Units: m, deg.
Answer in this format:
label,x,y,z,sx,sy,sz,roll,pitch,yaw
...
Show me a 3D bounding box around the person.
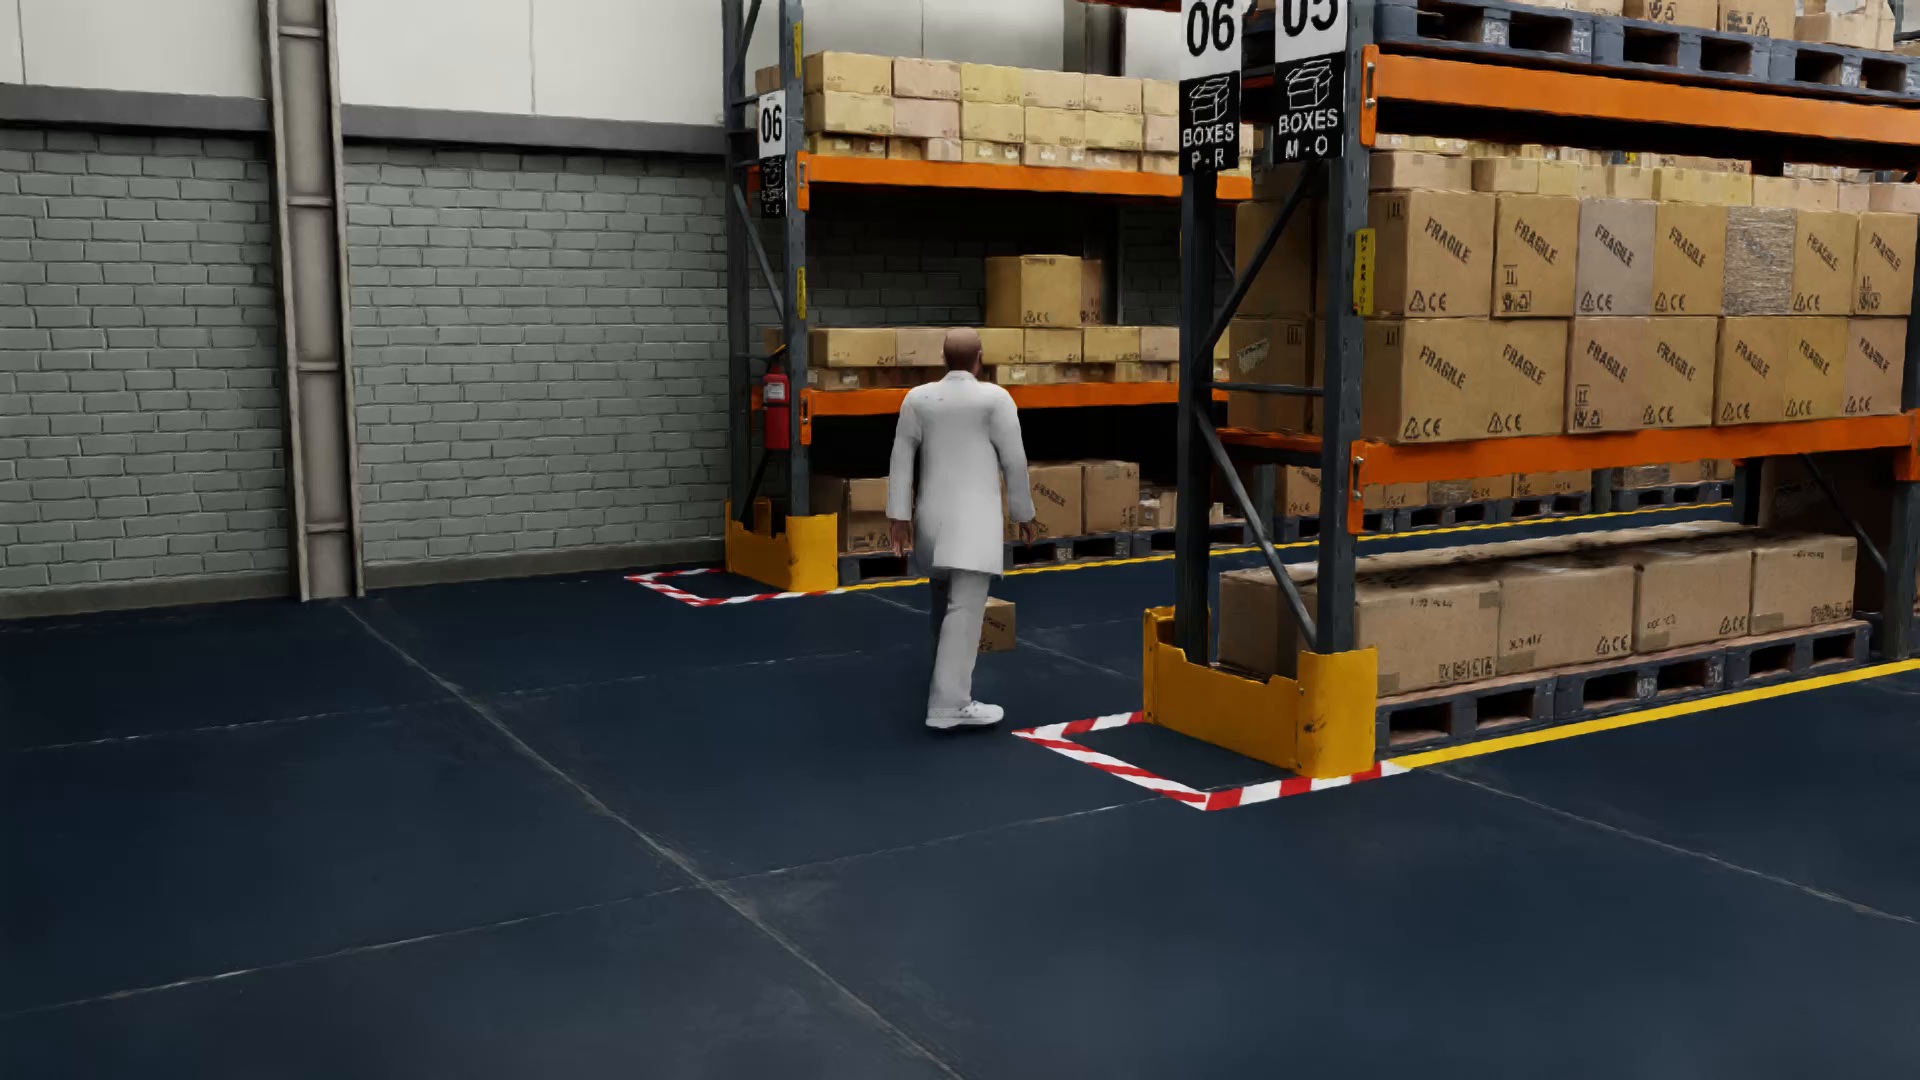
label,x,y,z,sx,sy,sz,roll,pitch,yaw
person,0.003,-0.080,7.496,0.653,1.758,0.848,5,9,30
